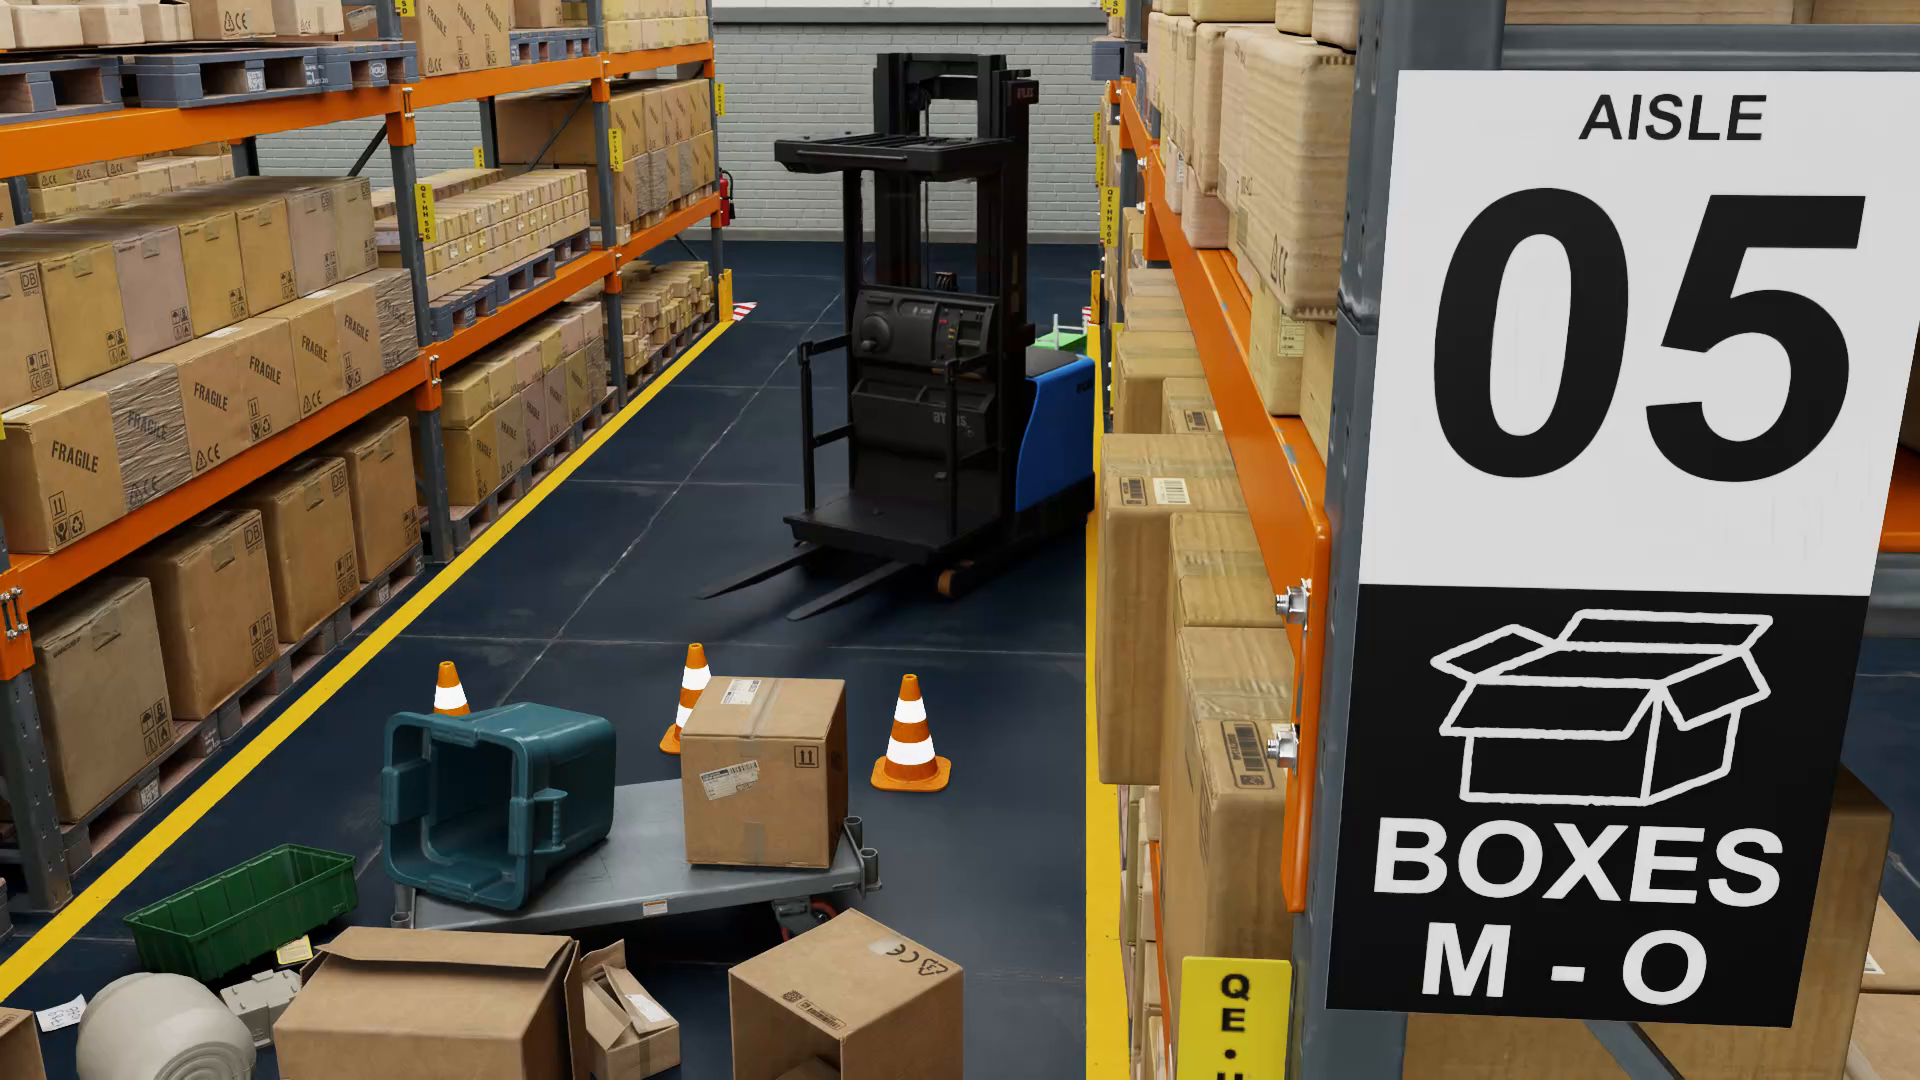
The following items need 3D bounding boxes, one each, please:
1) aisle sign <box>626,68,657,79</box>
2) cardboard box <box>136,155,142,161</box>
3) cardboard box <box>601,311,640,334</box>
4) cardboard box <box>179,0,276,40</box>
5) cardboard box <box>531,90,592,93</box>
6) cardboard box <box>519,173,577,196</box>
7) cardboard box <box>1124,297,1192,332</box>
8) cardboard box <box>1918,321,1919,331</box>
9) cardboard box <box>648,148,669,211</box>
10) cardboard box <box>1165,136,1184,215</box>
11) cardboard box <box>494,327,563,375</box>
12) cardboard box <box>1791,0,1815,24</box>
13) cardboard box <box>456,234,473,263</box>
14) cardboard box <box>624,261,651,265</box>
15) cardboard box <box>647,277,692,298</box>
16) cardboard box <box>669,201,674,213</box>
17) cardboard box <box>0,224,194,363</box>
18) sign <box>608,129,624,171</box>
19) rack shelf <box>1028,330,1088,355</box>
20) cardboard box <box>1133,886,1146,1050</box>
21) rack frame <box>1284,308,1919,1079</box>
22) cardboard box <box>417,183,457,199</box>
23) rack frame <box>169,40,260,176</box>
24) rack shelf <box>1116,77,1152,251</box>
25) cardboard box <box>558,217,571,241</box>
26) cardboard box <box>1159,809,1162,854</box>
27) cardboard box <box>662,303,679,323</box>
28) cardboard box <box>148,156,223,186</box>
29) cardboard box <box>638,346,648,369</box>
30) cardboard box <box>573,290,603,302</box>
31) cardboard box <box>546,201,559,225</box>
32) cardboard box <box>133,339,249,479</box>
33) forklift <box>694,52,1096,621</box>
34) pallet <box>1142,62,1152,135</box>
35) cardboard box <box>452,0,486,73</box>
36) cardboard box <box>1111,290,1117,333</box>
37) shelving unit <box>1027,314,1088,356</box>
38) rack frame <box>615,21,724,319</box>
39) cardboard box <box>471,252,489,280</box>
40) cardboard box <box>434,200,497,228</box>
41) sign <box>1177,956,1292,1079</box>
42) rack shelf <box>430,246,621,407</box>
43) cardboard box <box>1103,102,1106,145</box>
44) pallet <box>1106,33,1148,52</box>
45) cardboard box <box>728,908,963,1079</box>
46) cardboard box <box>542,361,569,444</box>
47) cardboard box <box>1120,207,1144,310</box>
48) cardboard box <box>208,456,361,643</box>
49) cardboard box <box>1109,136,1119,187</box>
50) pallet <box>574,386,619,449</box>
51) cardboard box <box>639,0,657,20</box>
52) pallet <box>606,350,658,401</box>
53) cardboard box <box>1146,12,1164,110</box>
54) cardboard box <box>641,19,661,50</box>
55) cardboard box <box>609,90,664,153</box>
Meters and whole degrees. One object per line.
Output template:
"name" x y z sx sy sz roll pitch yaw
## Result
"aisle sign" -3.284 -5.052 16.849 0.394 0.787 0.004 1 18 4
"cardboard box" -8.300 -3.897 16.057 0.500 0.500 0.500 1 18 2
"cardboard box" -2.966 -1.859 14.228 0.380 0.149 0.250 2 18 7
"cardboard box" -3.408 -2.477 7.351 0.500 0.500 0.500 1 18 4
"cardboard box" -3.430 -3.681 14.594 0.500 0.500 0.500 2 18 5
"cardboard box" -3.129 -2.696 12.606 0.380 0.149 0.250 1 18 2
"cardboard box" 0.788 -0.355 4.447 0.700 0.500 0.500 1 18 4
"cardboard box" 1.110 -0.385 1.726 0.500 0.250 0.500 1 18 3
"cardboard box" -2.889 -3.192 14.708 0.500 0.500 0.500 1 18 3
"cardboard box" 0.648 -0.798 3.626 0.380 0.149 0.250 1 18 3
"cardboard box" -3.151 -1.352 11.869 0.500 0.250 0.500 0 18 1
"cardboard box" 1.039 -0.609 1.768 0.380 0.149 0.250 1 18 4
"cardboard box" -3.295 -1.837 10.464 0.380 0.149 0.250 1 18 2
"cardboard box" -3.366 -2.760 16.977 0.380 0.149 0.250 0 18 1
"cardboard box" -2.787 -2.421 15.943 0.380 0.149 0.250 2 18 6
"cardboard box" -2.911 -3.162 15.660 0.380 0.149 0.250 1 18 2
"cardboard box" -3.749 -1.054 7.057 0.700 0.500 0.500 1 18 4
"sign" -2.723 -3.084 13.158 0.100 0.325 0.005 1 18 4
"rack shelf" 0.636 -1.267 11.027 0.258 0.148 0.480 9 20 25
"cardboard box" 0.756 1.113 4.746 0.500 0.500 0.500 2 18 6
"rack frame" 0.808 1.261 1.758 1.000 3.000 0.127 1 18 4
"cardboard box" -3.836 -2.473 11.926 0.380 0.149 0.250 1 18 3
"rack frame" -7.930 -3.930 17.598 1.000 3.000 0.127 1 18 4
"rack shelf" 1.238 -1.686 7.090 1.077 0.370 4.000 1 18 4
"cardboard box" -3.145 -2.340 12.475 0.380 0.149 0.250 1 18 4
"cardboard box" 0.661 0.705 3.859 0.380 0.149 0.250 1 18 4
"cardboard box" -2.831 -2.115 15.488 0.380 0.149 0.250 1 18 4
"cardboard box" -7.737 -3.686 16.617 0.500 0.250 0.500 1 18 3
"cardboard box" -2.911 -1.579 14.327 0.380 0.149 0.250 2 18 6
"cardboard box" -3.490 -2.196 15.255 0.380 0.149 0.250 1 18 2
"cardboard box" -3.161 -2.395 12.166 0.380 0.149 0.250 1 18 2
"cardboard box" -3.470 -0.577 7.207 0.500 0.500 0.500 1 18 4
"forklift" -0.329 -1.227 9.461 1.130 2.935 3.031 11 21 30
"pallet" 1.245 -1.507 5.689 1.213 0.211 1.003 1 18 4
"cardboard box" -3.228 -3.103 10.097 0.500 0.500 0.500 1 18 4
"cardboard box" 1.159 -1.315 9.861 0.500 0.250 0.500 1 18 2
"shelving unit" 0.636 -0.872 11.156 0.258 1.200 0.503 9 20 25
"rack frame" -2.990 -3.787 17.165 1.000 3.000 0.127 1 18 4
"cardboard box" -3.274 -1.768 10.732 0.380 0.149 0.250 2 18 6
"cardboard box" -3.261 -2.131 10.882 0.380 0.149 0.250 2 18 6
"sign" 0.256 0.542 1.585 0.100 0.325 0.005 1 18 4
"rack shelf" -3.420 -1.582 11.590 1.077 0.370 4.000 1 18 4
"cardboard box" 1.577 -3.768 15.338 0.500 0.500 0.500 1 18 3
"pallet" 1.452 -3.108 10.577 1.003 0.211 1.213 2 18 6
"cardboard box" -0.339 1.508 5.015 0.500 0.500 0.500 17 25 41
"cardboard box" -3.156 -1.003 12.006 0.500 0.500 0.500 1 18 3
"cardboard box" 1.118 -1.478 8.802 0.500 0.500 0.500 1 18 2
"cardboard box" -3.756 0.025 8.467 1.050 0.750 0.750 2 18 5
"cardboard box" 1.303 -2.544 11.604 0.500 0.500 0.500 1 18 3
"pallet" -3.331 -0.978 13.069 1.003 0.211 1.213 1 18 4
"cardboard box" -2.912 -4.592 14.239 0.500 0.250 0.500 2 18 5
"pallet" -3.263 -1.429 14.446 1.003 0.211 1.213 1 18 4
"cardboard box" 0.790 -1.346 4.661 0.500 0.250 0.500 1 18 3
"cardboard box" -2.896 -4.354 14.318 0.500 0.250 0.500 2 18 6
"cardboard box" -2.912 -3.661 14.535 0.500 0.500 0.500 2 18 5
